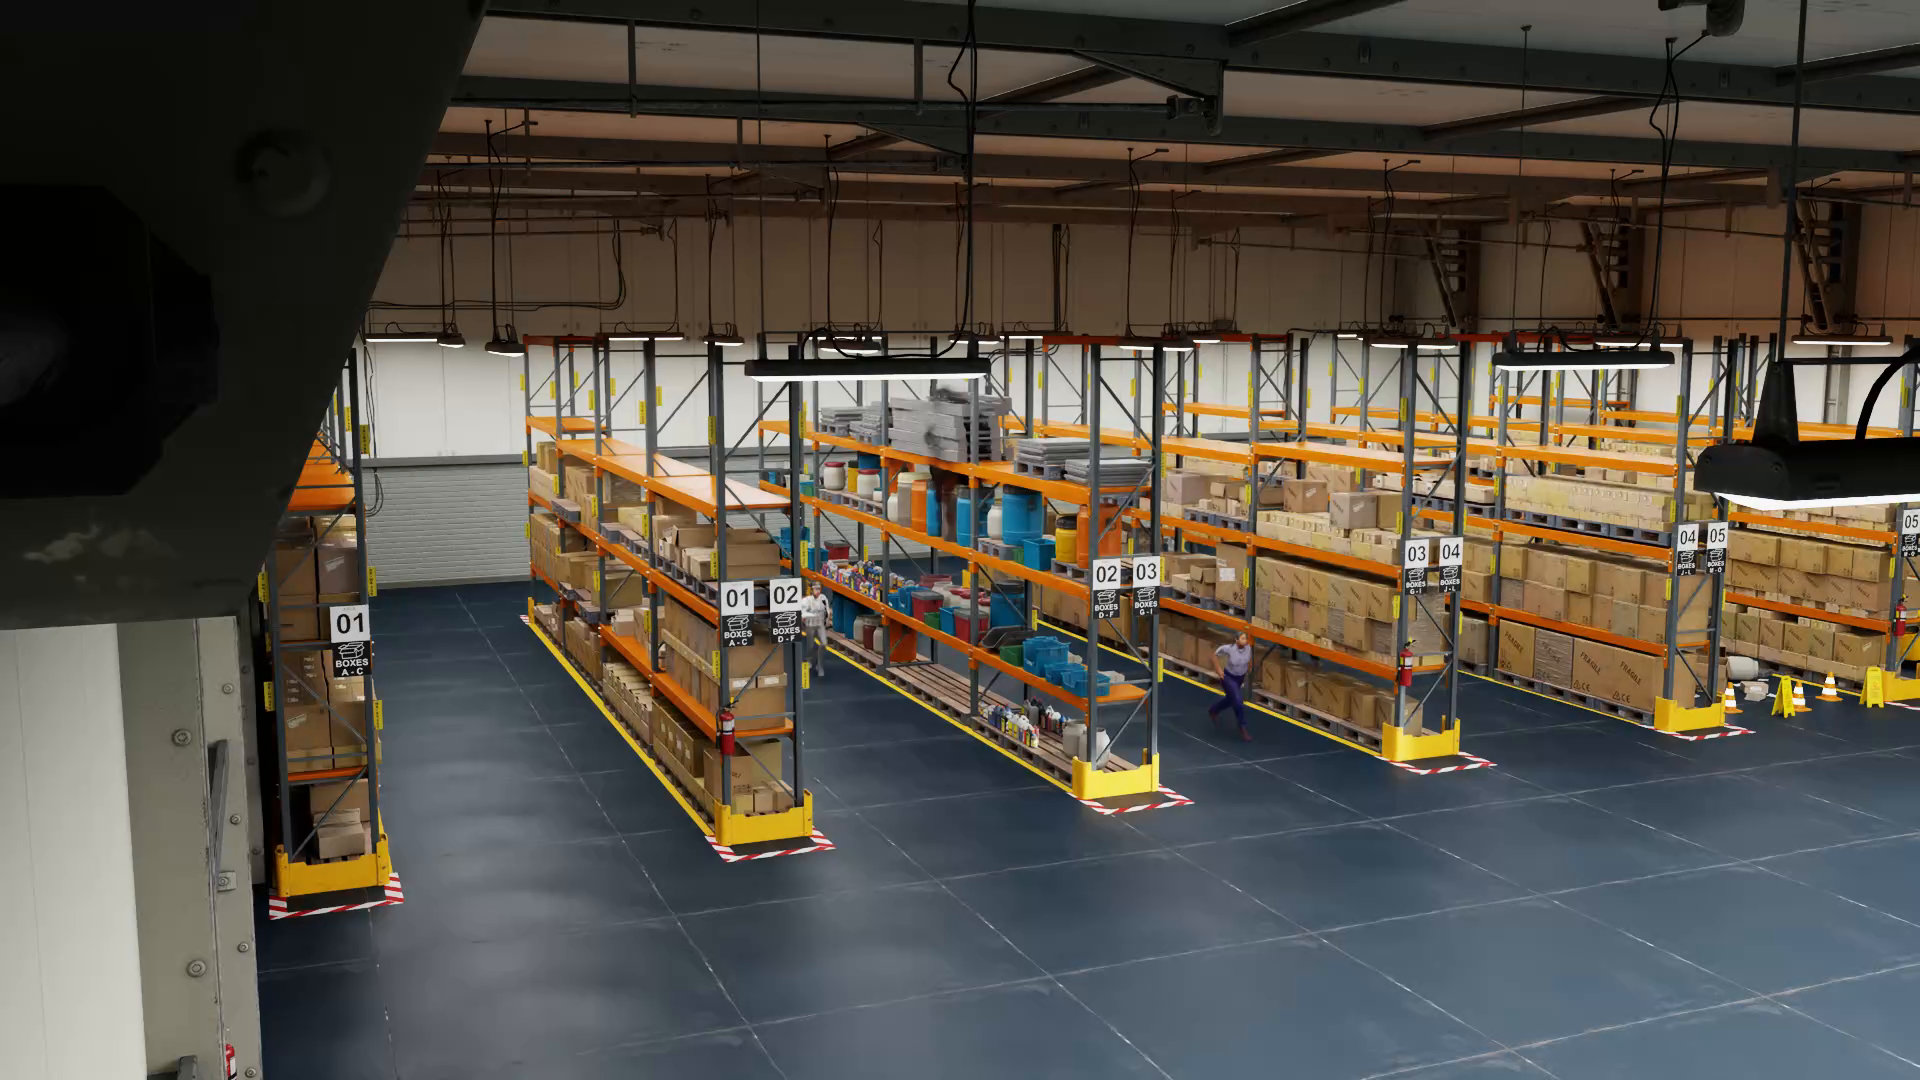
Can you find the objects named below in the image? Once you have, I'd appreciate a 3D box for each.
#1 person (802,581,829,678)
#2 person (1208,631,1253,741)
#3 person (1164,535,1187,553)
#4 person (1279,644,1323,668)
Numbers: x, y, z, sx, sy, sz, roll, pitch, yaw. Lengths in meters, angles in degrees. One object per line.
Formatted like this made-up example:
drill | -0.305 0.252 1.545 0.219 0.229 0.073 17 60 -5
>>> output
person | -2.595 1.562 29.699 0.637 1.727 0.828 -4 8 -25
person | 4.144 2.169 25.420 0.608 1.655 1.050 -5 9 -34
person | 5.523 -0.089 41.915 0.691 1.740 0.709 -5 9 -35
person | 6.313 1.451 30.626 0.755 1.743 1.066 -6 10 -38
